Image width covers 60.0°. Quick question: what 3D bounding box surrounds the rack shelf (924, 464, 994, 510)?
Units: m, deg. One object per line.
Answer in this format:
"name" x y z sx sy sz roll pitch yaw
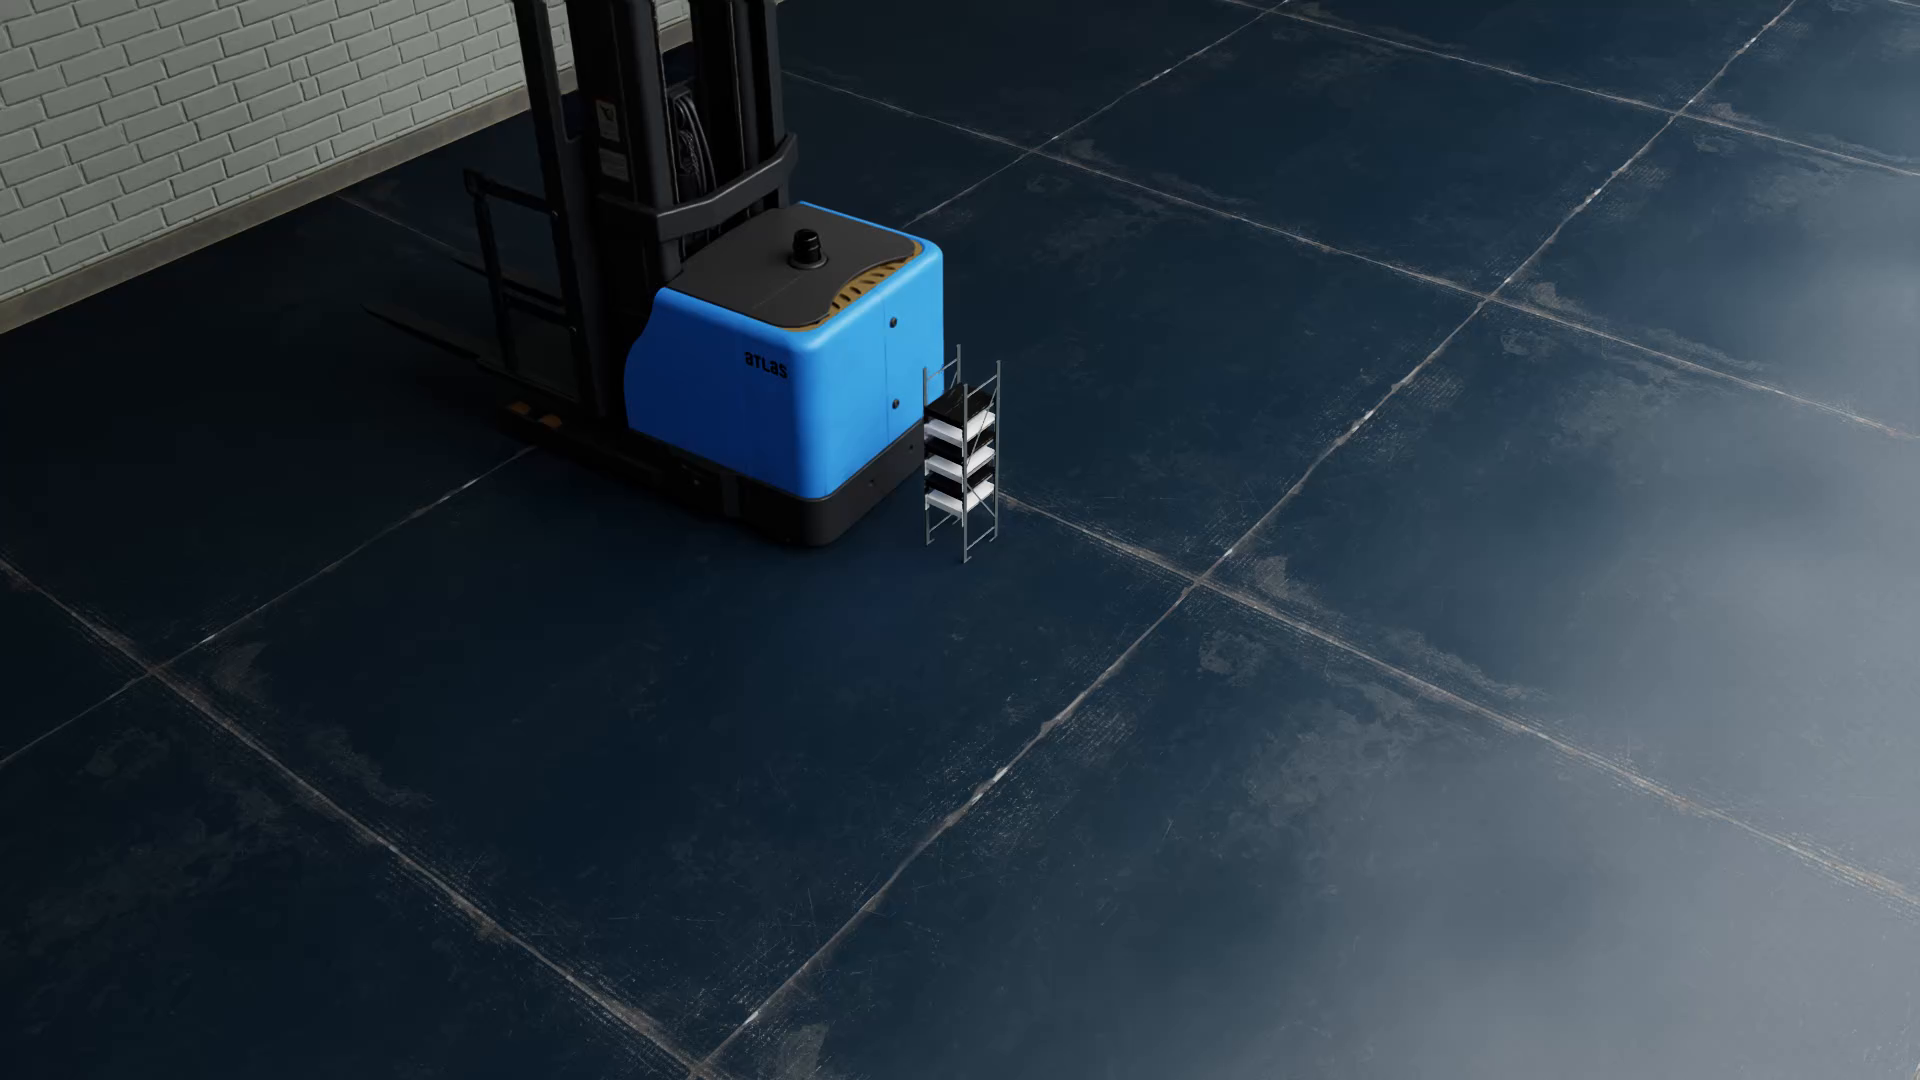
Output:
"rack shelf" 0.006 -0.254 7.045 0.200 0.077 0.258 25 45 29

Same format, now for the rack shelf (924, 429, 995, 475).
"rack shelf" 0.006 -0.396 6.934 0.200 0.077 0.258 25 45 29

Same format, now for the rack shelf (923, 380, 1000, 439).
"rack shelf" 0.006 -0.538 6.823 0.200 0.077 0.258 25 45 29

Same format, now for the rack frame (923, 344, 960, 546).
"rack frame" -0.074 -0.389 7.017 0.006 0.900 0.240 25 45 29

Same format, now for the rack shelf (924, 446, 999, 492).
"rack shelf" 0.006 -0.325 6.989 0.200 0.077 0.258 25 45 29

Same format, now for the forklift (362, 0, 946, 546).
"forklift" -1.573 -1.827 7.206 3.031 2.935 1.130 22 43 25

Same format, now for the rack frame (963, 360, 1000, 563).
"rack frame" 0.087 -0.313 6.920 0.006 0.900 0.240 25 45 29

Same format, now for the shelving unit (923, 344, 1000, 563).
"shelving unit" 0.006 -0.351 6.969 0.210 0.900 0.258 25 45 29

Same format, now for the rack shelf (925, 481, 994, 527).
"rack shelf" 0.006 -0.183 7.100 0.200 0.077 0.258 25 45 29

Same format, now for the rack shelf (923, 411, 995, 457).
"rack shelf" 0.006 -0.467 6.878 0.200 0.077 0.258 25 45 29
